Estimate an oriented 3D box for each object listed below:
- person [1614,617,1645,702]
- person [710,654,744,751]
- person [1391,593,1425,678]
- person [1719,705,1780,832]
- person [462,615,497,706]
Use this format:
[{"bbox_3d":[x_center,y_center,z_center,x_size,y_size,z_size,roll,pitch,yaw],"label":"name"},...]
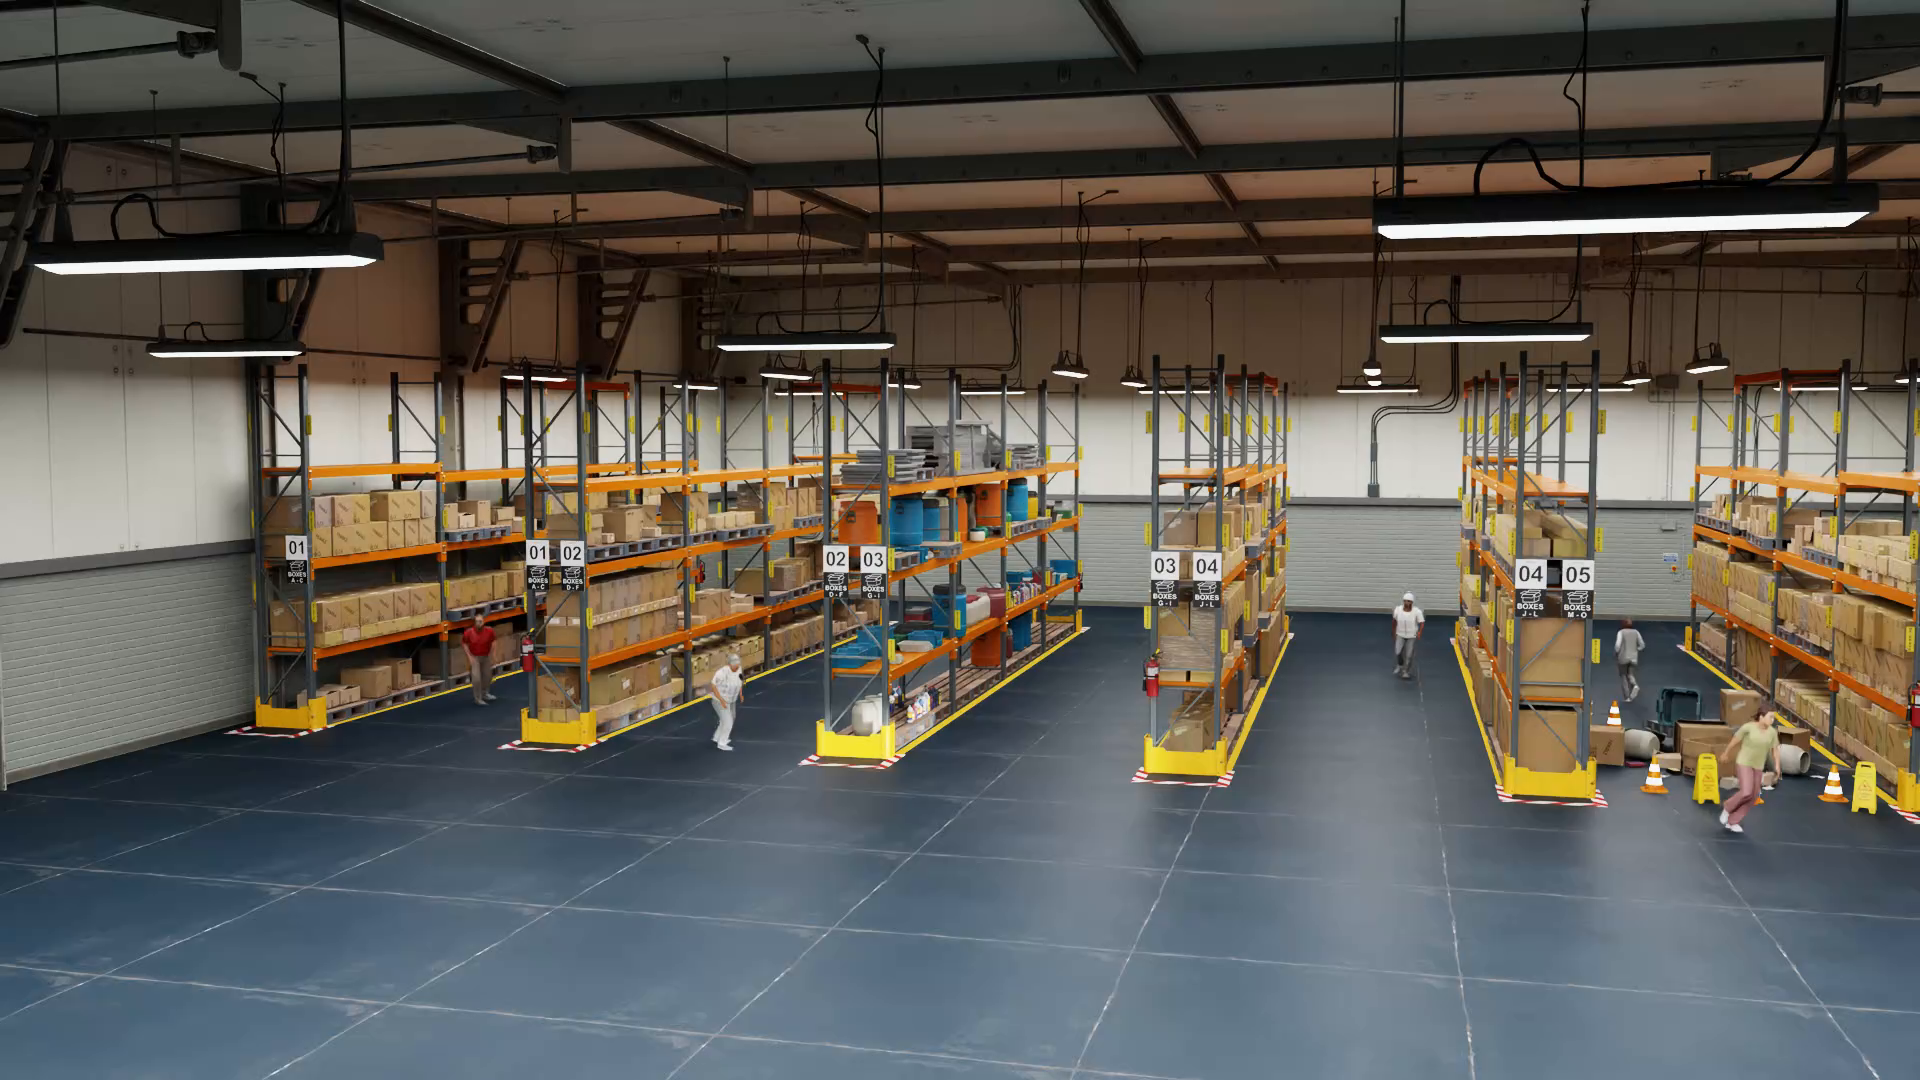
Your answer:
[{"bbox_3d":[12.122,2.171,30.078,0.540,1.532,0.572,0,4,4],"label":"person"},{"bbox_3d":[-3.613,2.482,25.726,0.870,1.528,0.676,2,5,32],"label":"person"},{"bbox_3d":[8.768,1.885,32.647,0.709,1.713,0.787,2,4,22],"label":"person"},{"bbox_3d":[9.706,2.788,20.408,0.599,1.593,0.666,-1,4,-8],"label":"person"},{"bbox_3d":[-8.607,2.138,29.788,0.677,1.675,0.788,-3,5,-33],"label":"person"}]
